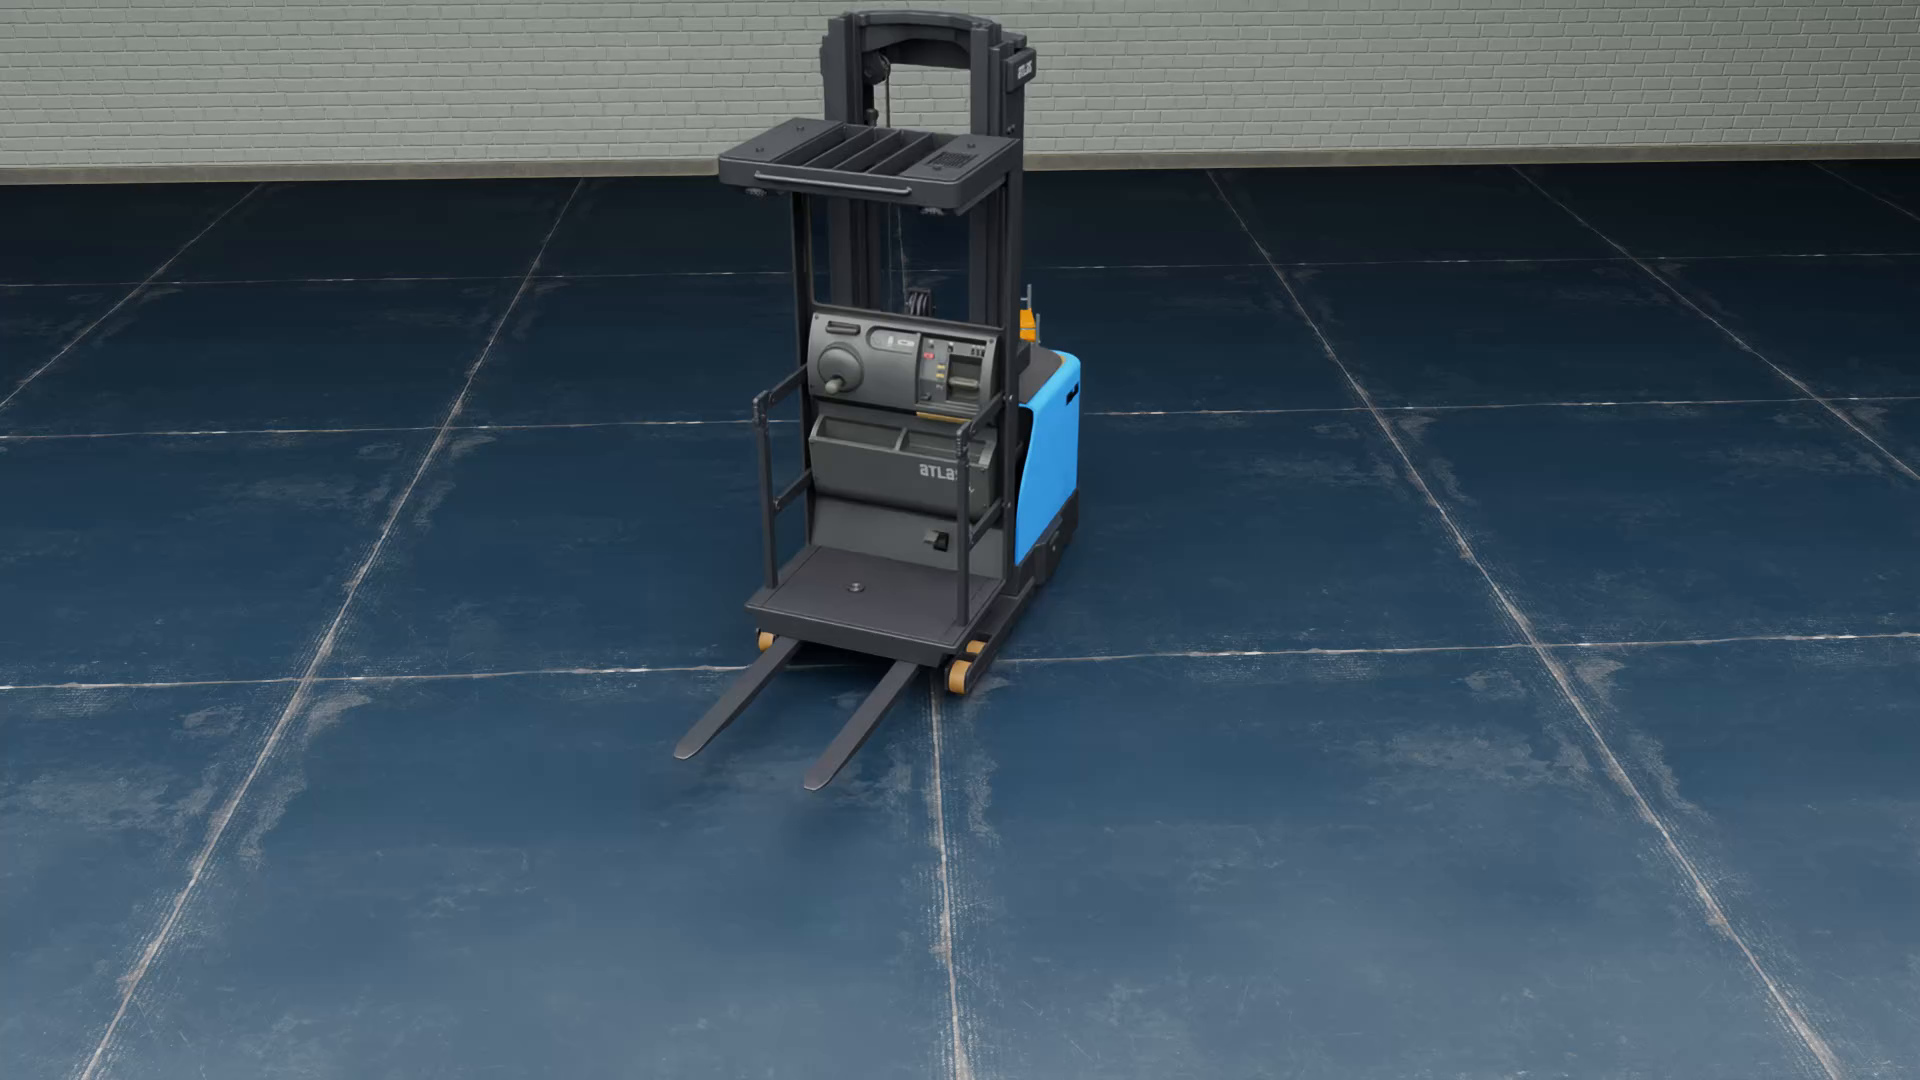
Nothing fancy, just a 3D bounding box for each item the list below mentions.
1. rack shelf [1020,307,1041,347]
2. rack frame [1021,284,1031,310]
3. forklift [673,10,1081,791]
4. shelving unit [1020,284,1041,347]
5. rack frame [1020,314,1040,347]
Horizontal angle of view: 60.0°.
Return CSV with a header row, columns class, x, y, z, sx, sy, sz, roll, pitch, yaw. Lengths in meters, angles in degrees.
class,x,y,z,sx,sy,sz,roll,pitch,yaw
rack shelf,0.298,-1.149,9.306,0.258,0.148,0.480,-1,28,-3
rack frame,0.285,-0.914,9.704,0.240,1.200,0.015,-1,28,-3
forklift,-0.352,-0.786,7.587,1.130,2.935,3.031,10,29,19
shelving unit,0.298,-0.801,9.488,0.258,1.200,0.503,-1,28,-3
rack frame,0.311,-0.688,9.272,0.240,1.200,0.015,-1,28,-3
